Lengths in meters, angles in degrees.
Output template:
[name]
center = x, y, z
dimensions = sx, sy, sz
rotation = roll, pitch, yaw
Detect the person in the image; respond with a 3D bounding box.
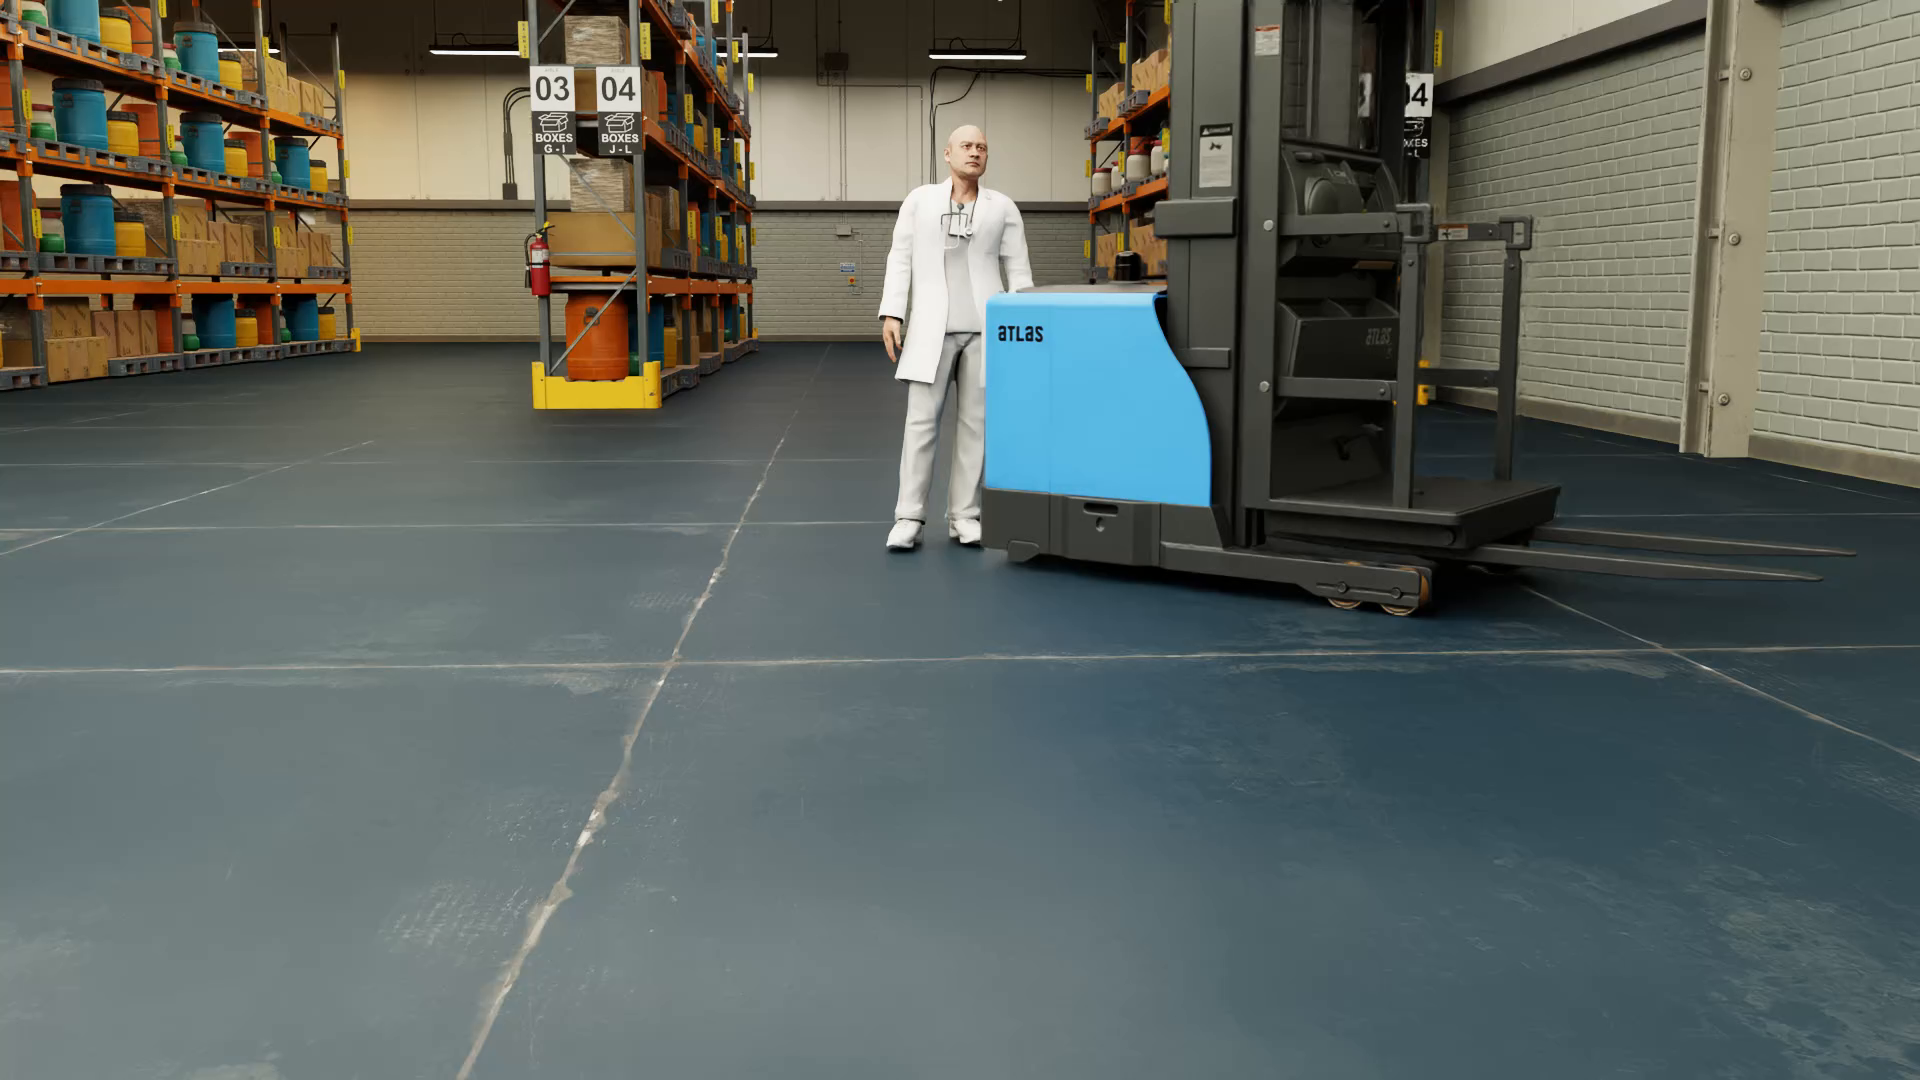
[person]
center = 0.001, -0.873, 7.089
dimensions = 0.696, 1.776, 0.581
rotation = -1, 8, -4

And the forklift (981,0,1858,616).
[forklift]
center = 1.568, -1.282, 5.964
dimensions = 3.031, 2.935, 1.130
rotation = 6, 11, 36
